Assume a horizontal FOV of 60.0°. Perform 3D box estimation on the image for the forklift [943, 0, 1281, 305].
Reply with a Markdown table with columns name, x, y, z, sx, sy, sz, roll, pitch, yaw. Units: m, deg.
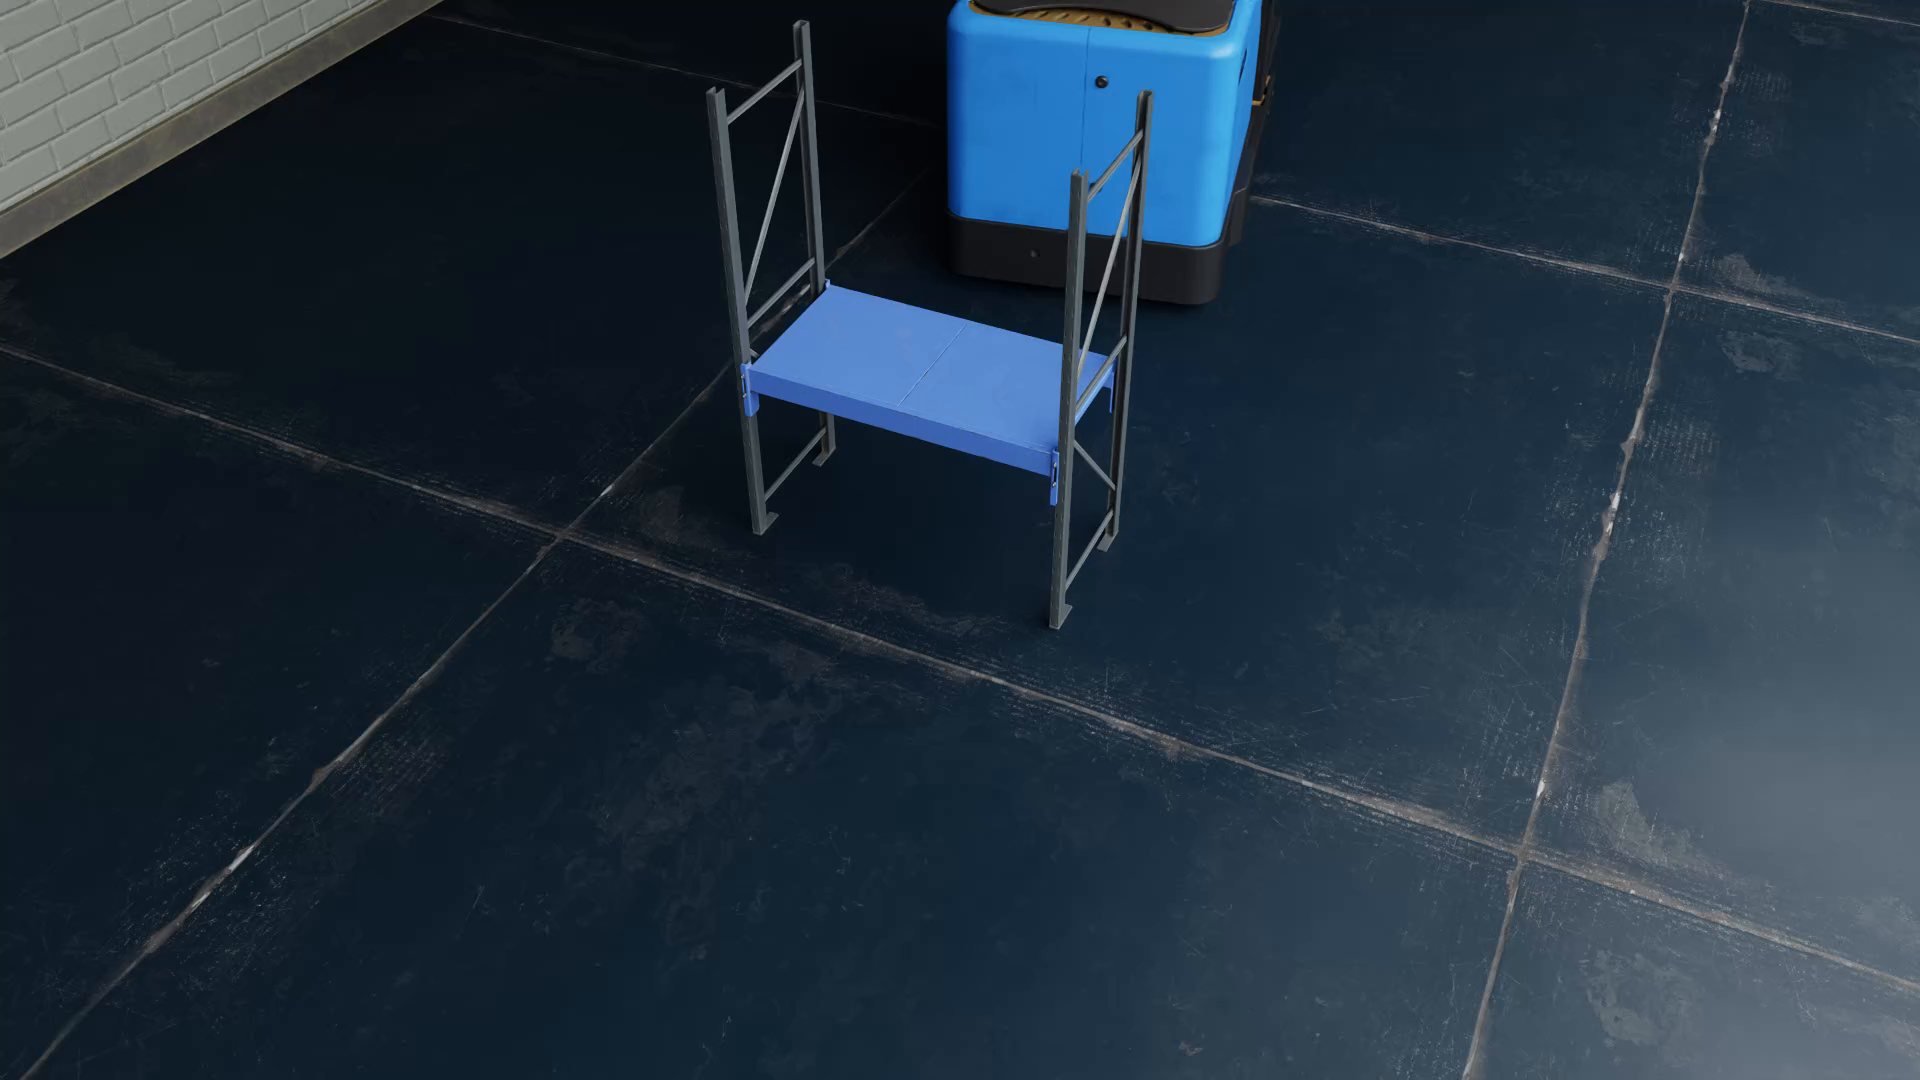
| name | x | y | z | sx | sy | sz | roll | pitch | yaw |
| --- | --- | --- | --- | --- | --- | --- | --- | --- | --- |
| forklift | 0.789 | -2.950 | 6.416 | 1.130 | 2.935 | 3.031 | 9 | 42 | 10 |

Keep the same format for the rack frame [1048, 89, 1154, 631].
| name | x | y | z | sx | sy | sz | roll | pitch | yaw |
| --- | --- | --- | --- | --- | --- | --- | --- | --- | --- |
| rack frame | 0.383 | -0.450 | 4.624 | 0.032 | 1.500 | 0.500 | 17 | 44 | 19 |

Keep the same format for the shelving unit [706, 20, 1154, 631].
| name | x | y | z | sx | sy | sz | roll | pitch | yaw |
| --- | --- | --- | --- | --- | --- | --- | --- | --- | --- |
| shelving unit | -0.077 | -0.590 | 4.786 | 1.048 | 1.500 | 0.538 | 17 | 44 | 19 |

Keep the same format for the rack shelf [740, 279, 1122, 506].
| name | x | y | z | sx | sy | sz | roll | pitch | yaw |
| --- | --- | --- | --- | --- | --- | --- | --- | --- | --- |
| rack shelf | -0.077 | -0.454 | 4.904 | 1.000 | 0.185 | 0.538 | 17 | 44 | 19 |

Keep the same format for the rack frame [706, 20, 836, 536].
| name | x | y | z | sx | sy | sz | roll | pitch | yaw |
| --- | --- | --- | --- | --- | --- | --- | --- | --- | --- |
| rack frame | -0.538 | -0.731 | 4.948 | 0.032 | 1.500 | 0.500 | 17 | 44 | 19 |
